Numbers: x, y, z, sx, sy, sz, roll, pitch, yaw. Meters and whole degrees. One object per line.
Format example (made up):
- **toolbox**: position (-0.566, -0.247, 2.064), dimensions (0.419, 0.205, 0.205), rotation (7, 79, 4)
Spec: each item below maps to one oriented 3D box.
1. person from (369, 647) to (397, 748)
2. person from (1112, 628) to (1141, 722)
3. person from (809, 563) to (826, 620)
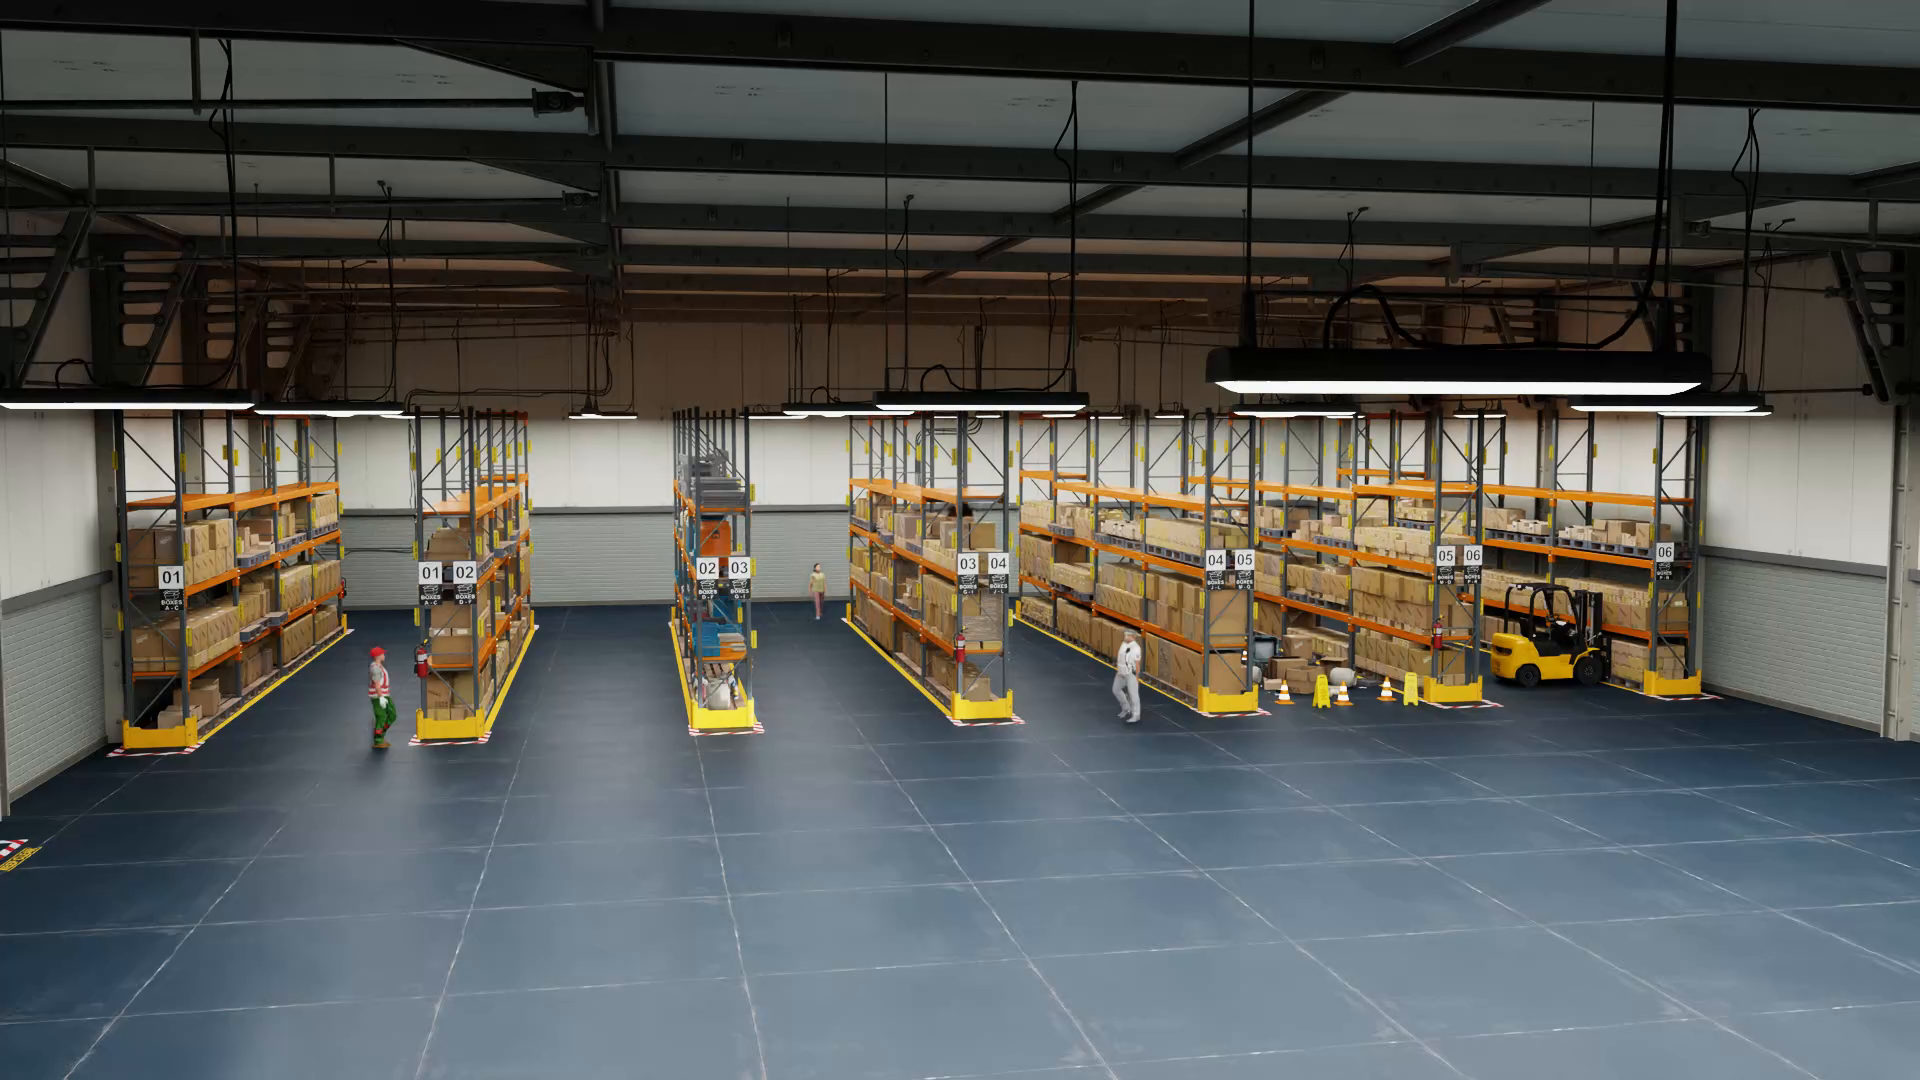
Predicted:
- **person**: position (-10.175, 2.764, 29.209), dimensions (0.452, 1.786, 0.596), rotation (0, 4, 3)
- **person**: position (3.214, 2.571, 31.848), dimensions (0.444, 1.780, 0.618), rotation (-3, 5, -35)
- **person**: position (-4.124, 1.484, 48.162), dimensions (0.484, 1.629, 1.032), rotation (-1, 4, -19)
